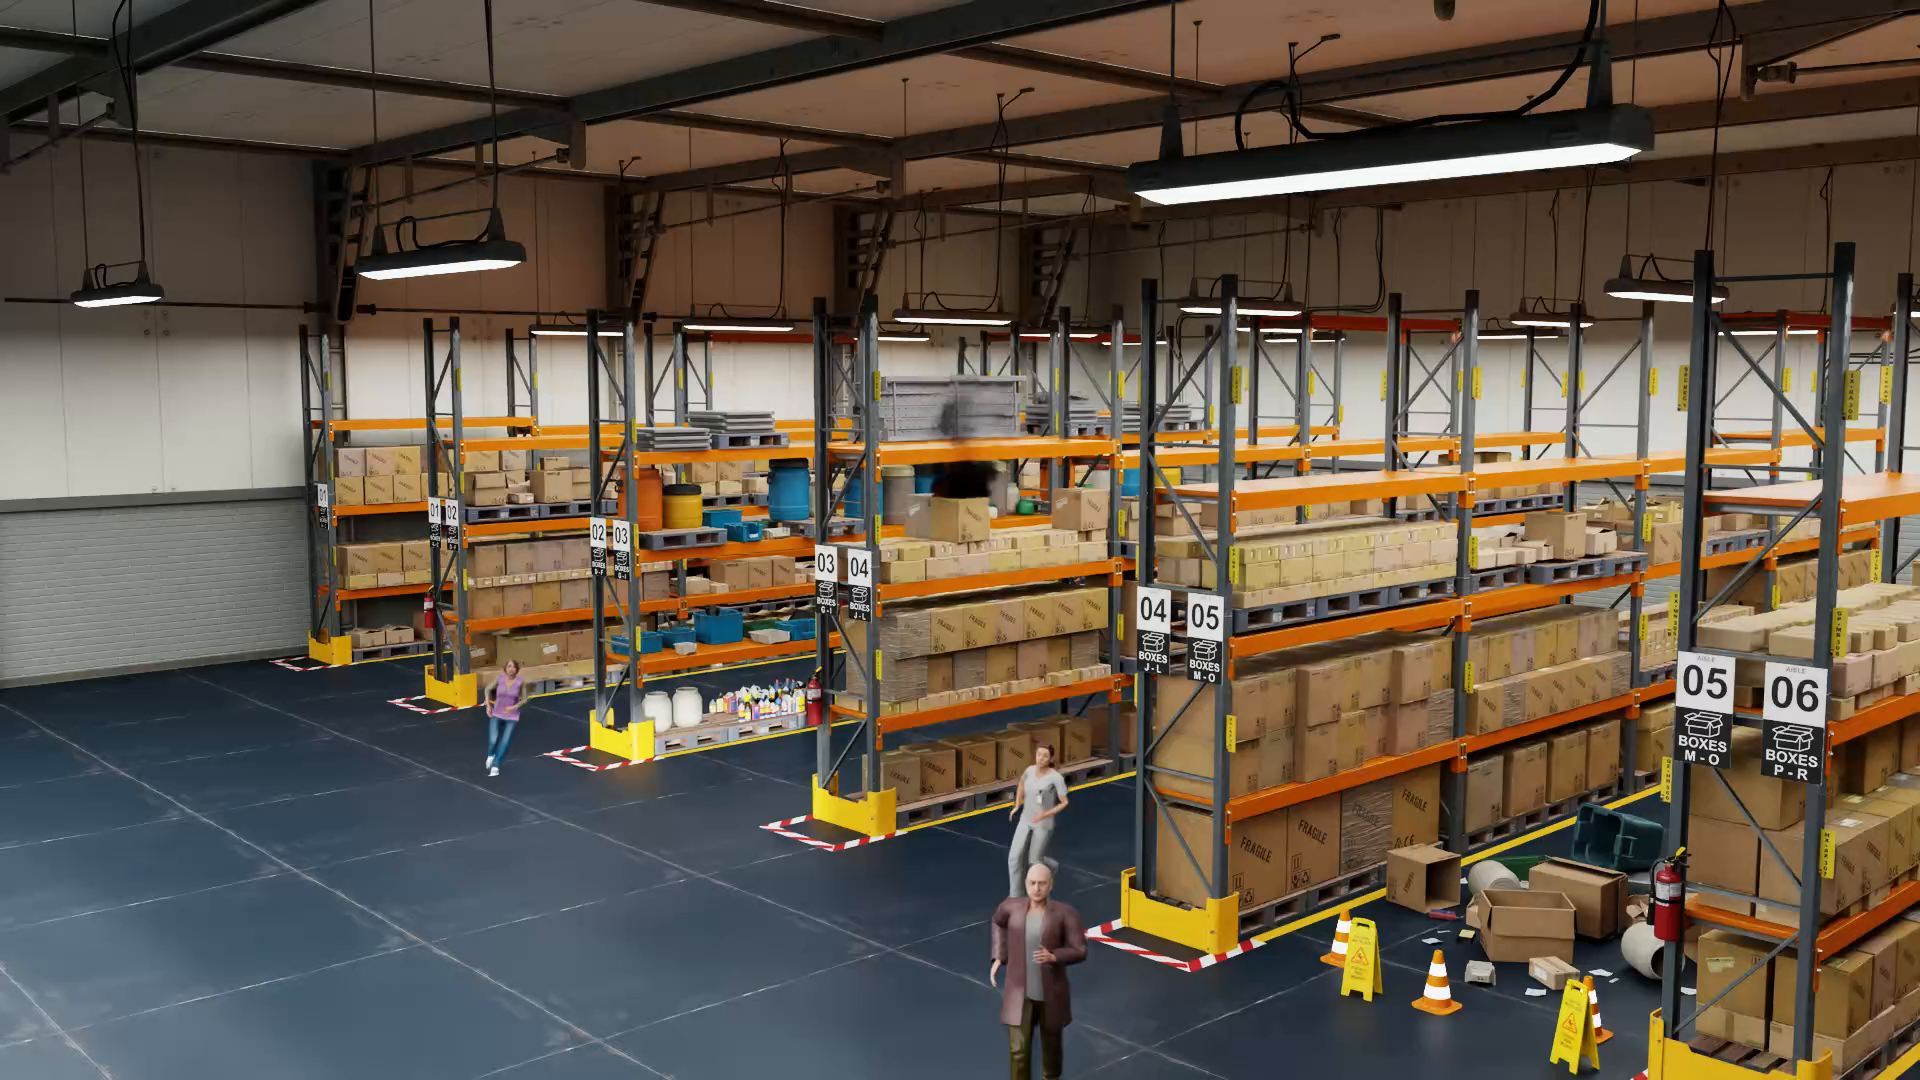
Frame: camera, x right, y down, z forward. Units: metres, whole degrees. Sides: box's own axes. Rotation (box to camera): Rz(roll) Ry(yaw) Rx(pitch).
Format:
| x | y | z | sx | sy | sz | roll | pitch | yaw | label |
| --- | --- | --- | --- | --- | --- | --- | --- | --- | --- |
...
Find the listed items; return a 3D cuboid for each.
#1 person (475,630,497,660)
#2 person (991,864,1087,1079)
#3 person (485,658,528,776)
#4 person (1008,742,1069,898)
| x | y | z | sx | sy | sz | roll | pitch | yaw | label |
| --- | --- | --- | --- | --- | --- | --- | --- | --- | --- |
| -8.164 | 1.375 | 28.485 | 0.703 | 1.739 | 1.007 | 4 | 7 | 31 | person |
| 0.525 | 3.206 | 11.417 | 0.682 | 1.604 | 1.006 | 1 | 6 | 8 | person |
| -5.797 | 2.265 | 21.242 | 0.552 | 1.512 | 0.478 | -1 | 6 | -13 | person |
| 0.789 | 2.757 | 16.054 | 0.603 | 1.653 | 0.803 | 4 | 7 | 33 | person |
